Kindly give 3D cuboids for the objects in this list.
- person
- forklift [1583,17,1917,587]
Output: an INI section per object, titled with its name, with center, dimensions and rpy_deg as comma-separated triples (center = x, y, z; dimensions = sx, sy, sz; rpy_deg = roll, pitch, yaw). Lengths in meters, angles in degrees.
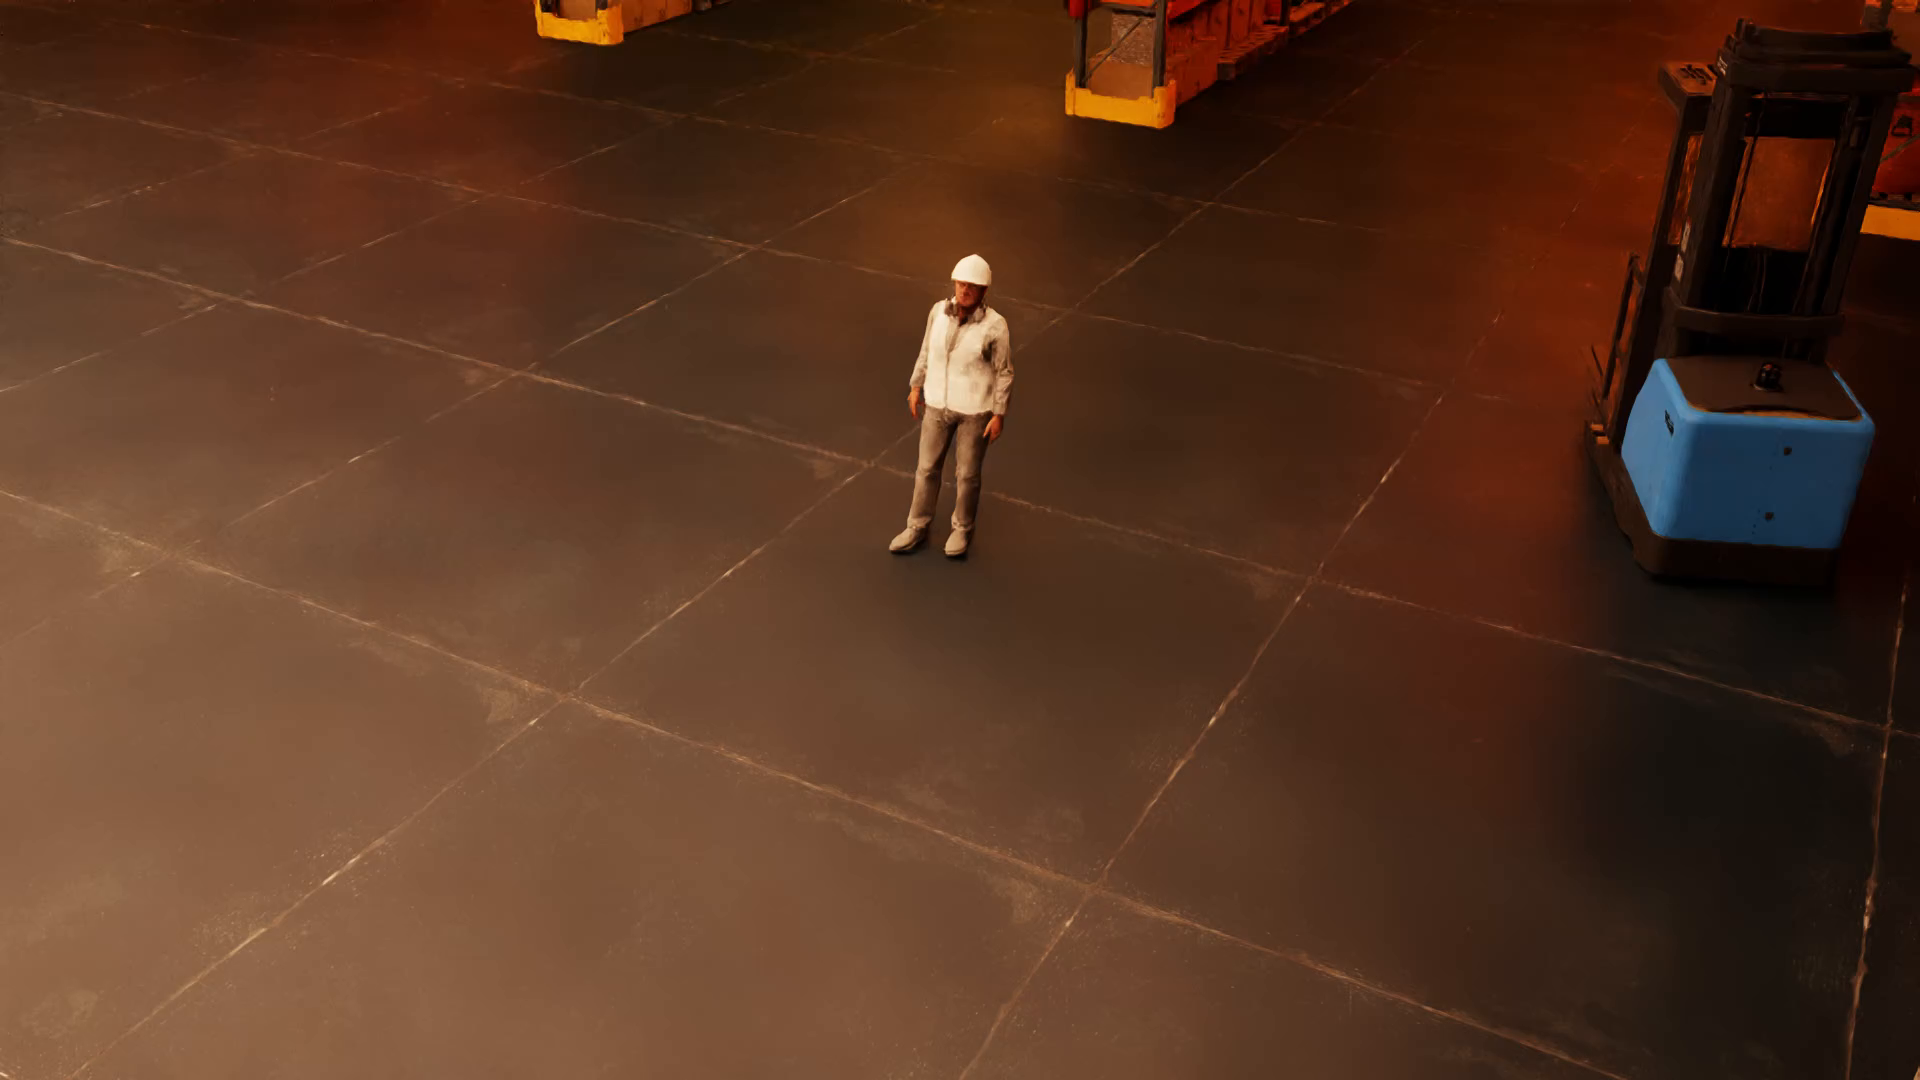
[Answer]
[person]
center = -0.037, -0.749, 9.512
dimensions = 0.632, 1.773, 0.567
rpy_deg = 15, 33, 25
[forklift]
center = 4.671, -1.721, 10.053
dimensions = 1.130, 2.935, 3.031
rpy_deg = 4, 30, 8
